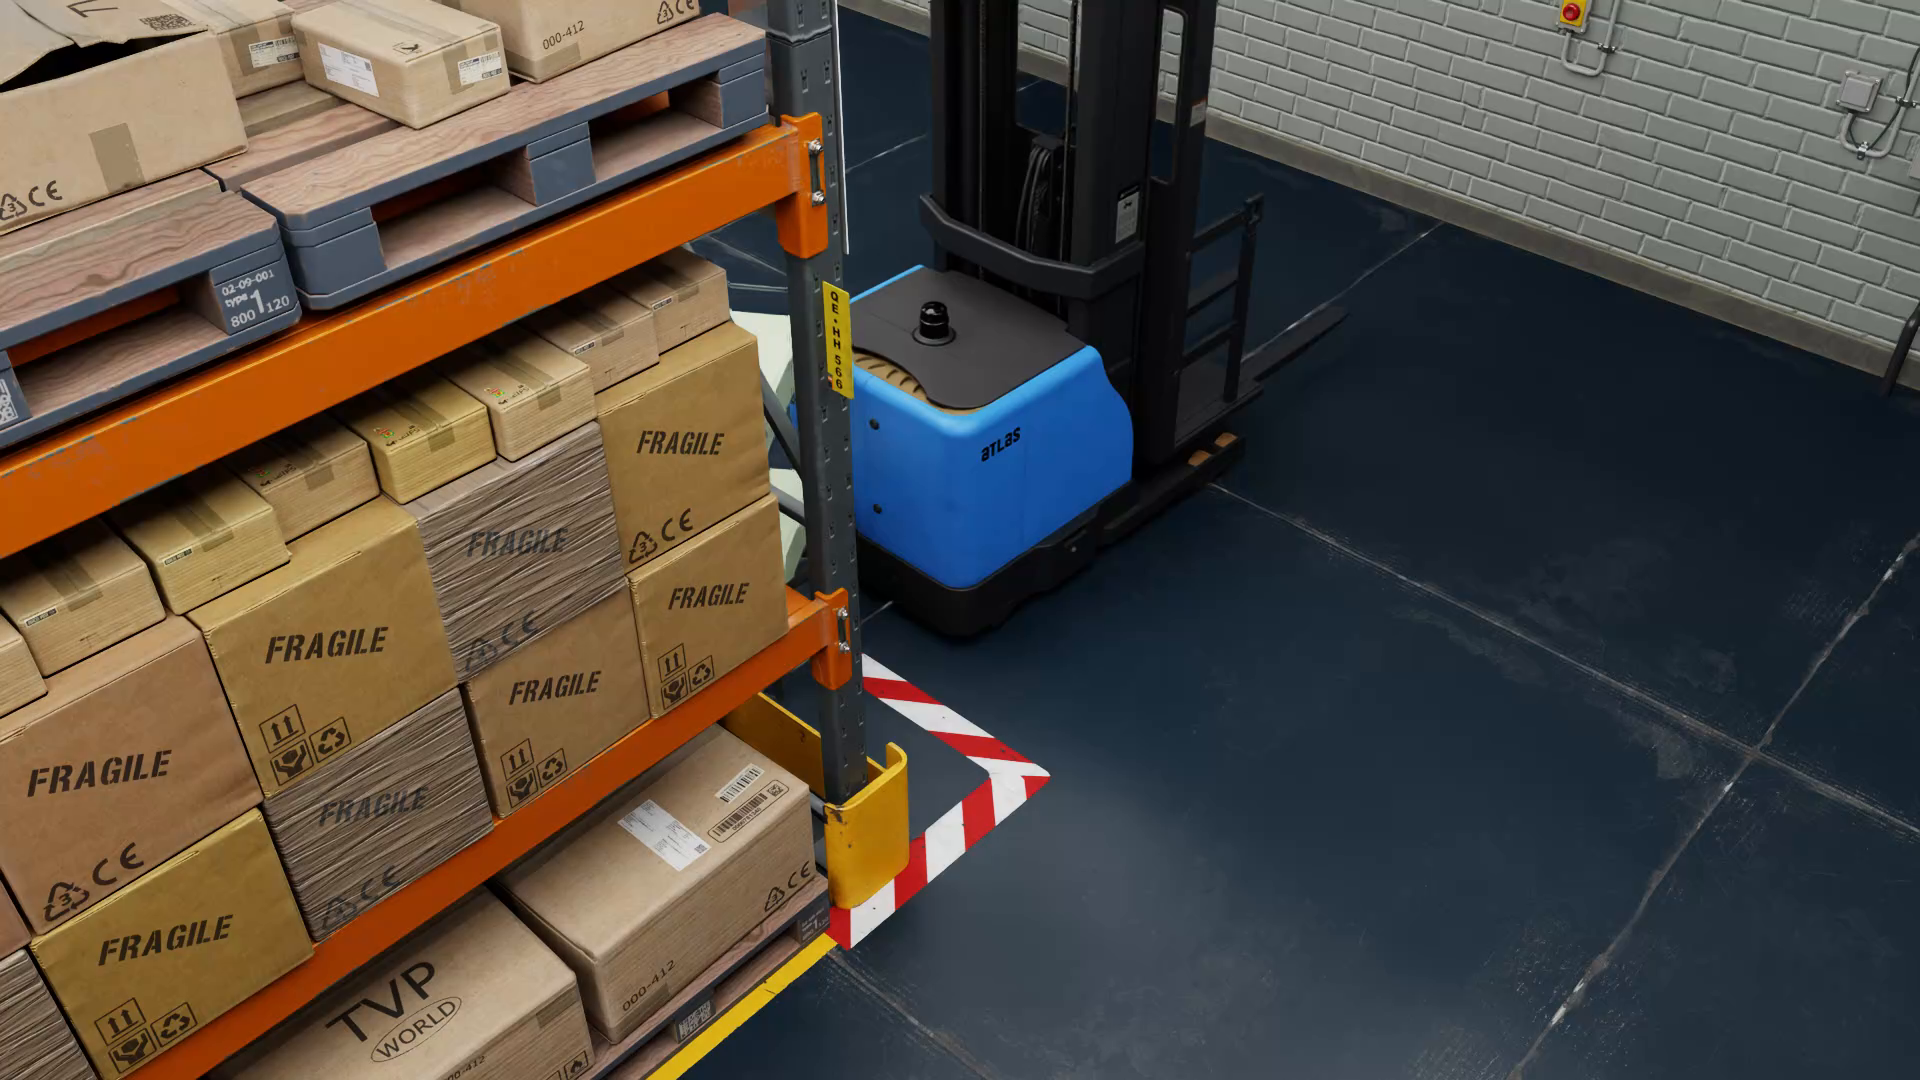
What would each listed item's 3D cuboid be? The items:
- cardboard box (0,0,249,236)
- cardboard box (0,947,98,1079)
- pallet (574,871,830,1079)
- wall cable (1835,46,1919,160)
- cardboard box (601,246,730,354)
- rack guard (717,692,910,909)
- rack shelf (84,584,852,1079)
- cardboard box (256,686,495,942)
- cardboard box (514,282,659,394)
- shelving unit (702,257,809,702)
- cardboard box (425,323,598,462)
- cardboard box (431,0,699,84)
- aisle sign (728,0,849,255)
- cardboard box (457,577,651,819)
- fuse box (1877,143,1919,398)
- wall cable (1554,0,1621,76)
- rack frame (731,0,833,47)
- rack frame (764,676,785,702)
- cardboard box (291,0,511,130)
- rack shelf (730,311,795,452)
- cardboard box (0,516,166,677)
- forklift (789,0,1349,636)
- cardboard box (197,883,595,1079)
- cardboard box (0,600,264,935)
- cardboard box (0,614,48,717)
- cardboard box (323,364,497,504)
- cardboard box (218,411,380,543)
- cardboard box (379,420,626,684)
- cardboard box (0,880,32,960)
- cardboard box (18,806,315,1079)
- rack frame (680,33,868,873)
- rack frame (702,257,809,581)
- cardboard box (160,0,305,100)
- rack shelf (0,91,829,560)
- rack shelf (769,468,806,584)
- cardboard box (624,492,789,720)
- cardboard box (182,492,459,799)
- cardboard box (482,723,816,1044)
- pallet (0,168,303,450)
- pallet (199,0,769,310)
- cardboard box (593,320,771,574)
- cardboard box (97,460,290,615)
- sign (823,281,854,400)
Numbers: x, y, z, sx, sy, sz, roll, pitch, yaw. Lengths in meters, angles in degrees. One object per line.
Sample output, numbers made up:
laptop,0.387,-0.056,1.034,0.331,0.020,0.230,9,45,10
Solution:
cardboard box,-1.760,-0.888,3.200,0.500,0.311,0.500,31,48,33
cardboard box,-2.219,1.026,3.469,0.500,0.500,0.500,30,47,32
pallet,-1.195,1.280,5.471,1.003,0.211,1.213,30,47,32
wall cable,4.128,-2.619,7.318,0.588,1.984,0.122,30,47,32
cardboard box,-0.808,-0.647,4.249,0.380,0.149,0.250,30,47,32
rack guard,-0.697,0.756,5.898,1.175,0.500,0.348,30,47,32
rack shelf,-2.062,0.989,4.174,1.077,0.370,4.000,30,47,32
cardboard box,-1.533,0.547,4.072,0.500,0.500,0.500,31,48,33
cardboard box,-0.961,-0.520,4.089,0.380,0.149,0.250,31,48,33
shelving unit,-0.818,-0.209,6.308,0.431,1.500,0.755,6,39,7
cardboard box,-1.073,-0.366,3.896,0.380,0.149,0.250,29,47,31
cardboard box,-0.950,-1.286,3.750,0.500,0.250,0.500,25,45,28
aisle sign,-0.436,-1.132,4.175,0.394,0.787,0.004,30,47,32
cardboard box,-1.193,0.306,4.374,0.500,0.500,0.500,29,47,31
fuse box,4.526,-1.359,7.584,0.539,1.711,0.414,30,47,32
wall cable,3.074,-3.222,8.050,0.585,1.953,0.123,30,47,32
rack frame,-0.713,-2.560,3.239,1.000,3.000,0.127,30,47,32
rack frame,-0.879,0.016,6.025,0.400,1.500,0.023,6,39,7
cardboard box,-1.174,-1.020,3.497,0.380,0.149,0.250,26,45,29
rack shelf,-0.818,-0.515,6.065,0.431,0.370,0.720,6,39,7
cardboard box,-1.819,0.075,3.341,0.380,0.149,0.250,31,48,33
forklift,0.669,-1.585,6.888,1.130,2.935,3.031,31,48,33
cardboard box,-1.696,1.396,4.806,0.875,0.438,0.875,31,48,33
cardboard box,-1.870,0.388,3.468,0.500,0.500,0.500,29,47,32
cardboard box,-1.966,0.214,3.166,0.380,0.149,0.250,30,47,32
cardboard box,-1.273,-0.268,3.772,0.380,0.149,0.250,31,48,33
cardboard box,-1.502,-0.178,3.658,0.380,0.149,0.250,29,47,32
cardboard box,-1.194,-0.068,4.042,0.500,0.500,0.500,30,47,32
cardboard box,-2.212,0.618,3.179,0.500,0.500,0.500,31,48,33
cardboard box,-1.872,0.789,3.767,0.500,0.500,0.500,31,48,33
rack frame,-0.713,-0.212,5.106,1.000,3.000,0.127,30,47,32
rack frame,-0.758,-0.434,6.591,0.400,1.500,0.023,6,39,7
cardboard box,-1.617,-1.088,3.582,0.380,0.149,0.250,31,48,33
rack shelf,-2.062,-0.185,3.241,1.077,0.370,4.000,30,47,32
rack shelf,-0.818,0.046,6.511,0.431,0.370,0.720,6,39,7
cardboard box,-0.843,0.082,4.657,0.500,0.500,0.500,30,47,32
cardboard box,-1.530,0.158,3.758,0.500,0.500,0.500,29,47,32
cardboard box,-1.085,0.972,5.339,0.875,0.438,0.875,28,46,31
pallet,-2.029,-0.443,3.058,1.003,0.211,1.213,30,47,32
pallet,-1.206,-1.006,3.766,1.003,0.211,1.213,30,47,32
cardboard box,-0.863,-0.321,4.360,0.500,0.500,0.500,31,48,33
cardboard box,-1.628,-0.038,3.483,0.380,0.149,0.250,31,48,33
sign,-0.322,-0.523,4.377,0.100,0.325,0.005,30,47,32
